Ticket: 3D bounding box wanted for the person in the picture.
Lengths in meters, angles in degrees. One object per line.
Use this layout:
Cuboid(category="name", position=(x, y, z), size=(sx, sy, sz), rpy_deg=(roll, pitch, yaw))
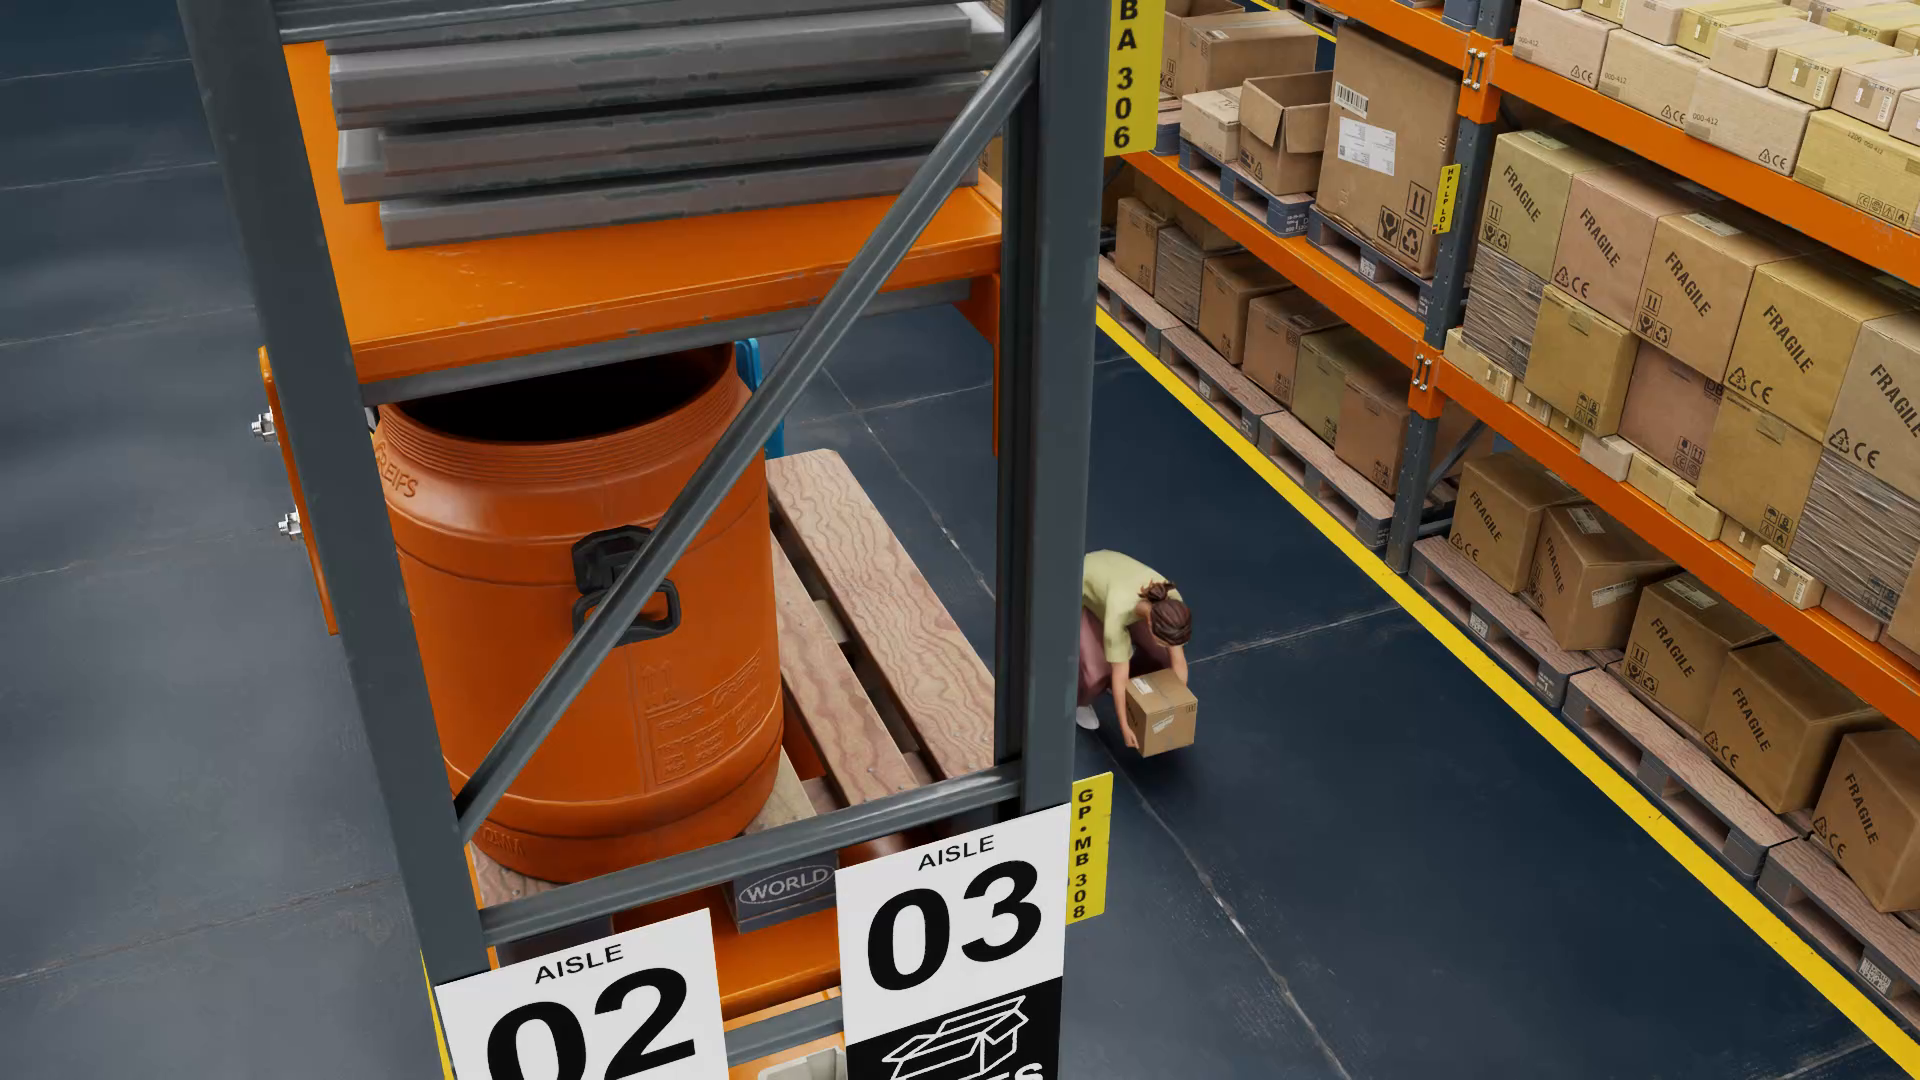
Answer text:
Cuboid(category="person", position=(0.752, 0.463, 7.451), size=(0.471, 0.987, 0.868), rpy_deg=(-15, 36, -21))
